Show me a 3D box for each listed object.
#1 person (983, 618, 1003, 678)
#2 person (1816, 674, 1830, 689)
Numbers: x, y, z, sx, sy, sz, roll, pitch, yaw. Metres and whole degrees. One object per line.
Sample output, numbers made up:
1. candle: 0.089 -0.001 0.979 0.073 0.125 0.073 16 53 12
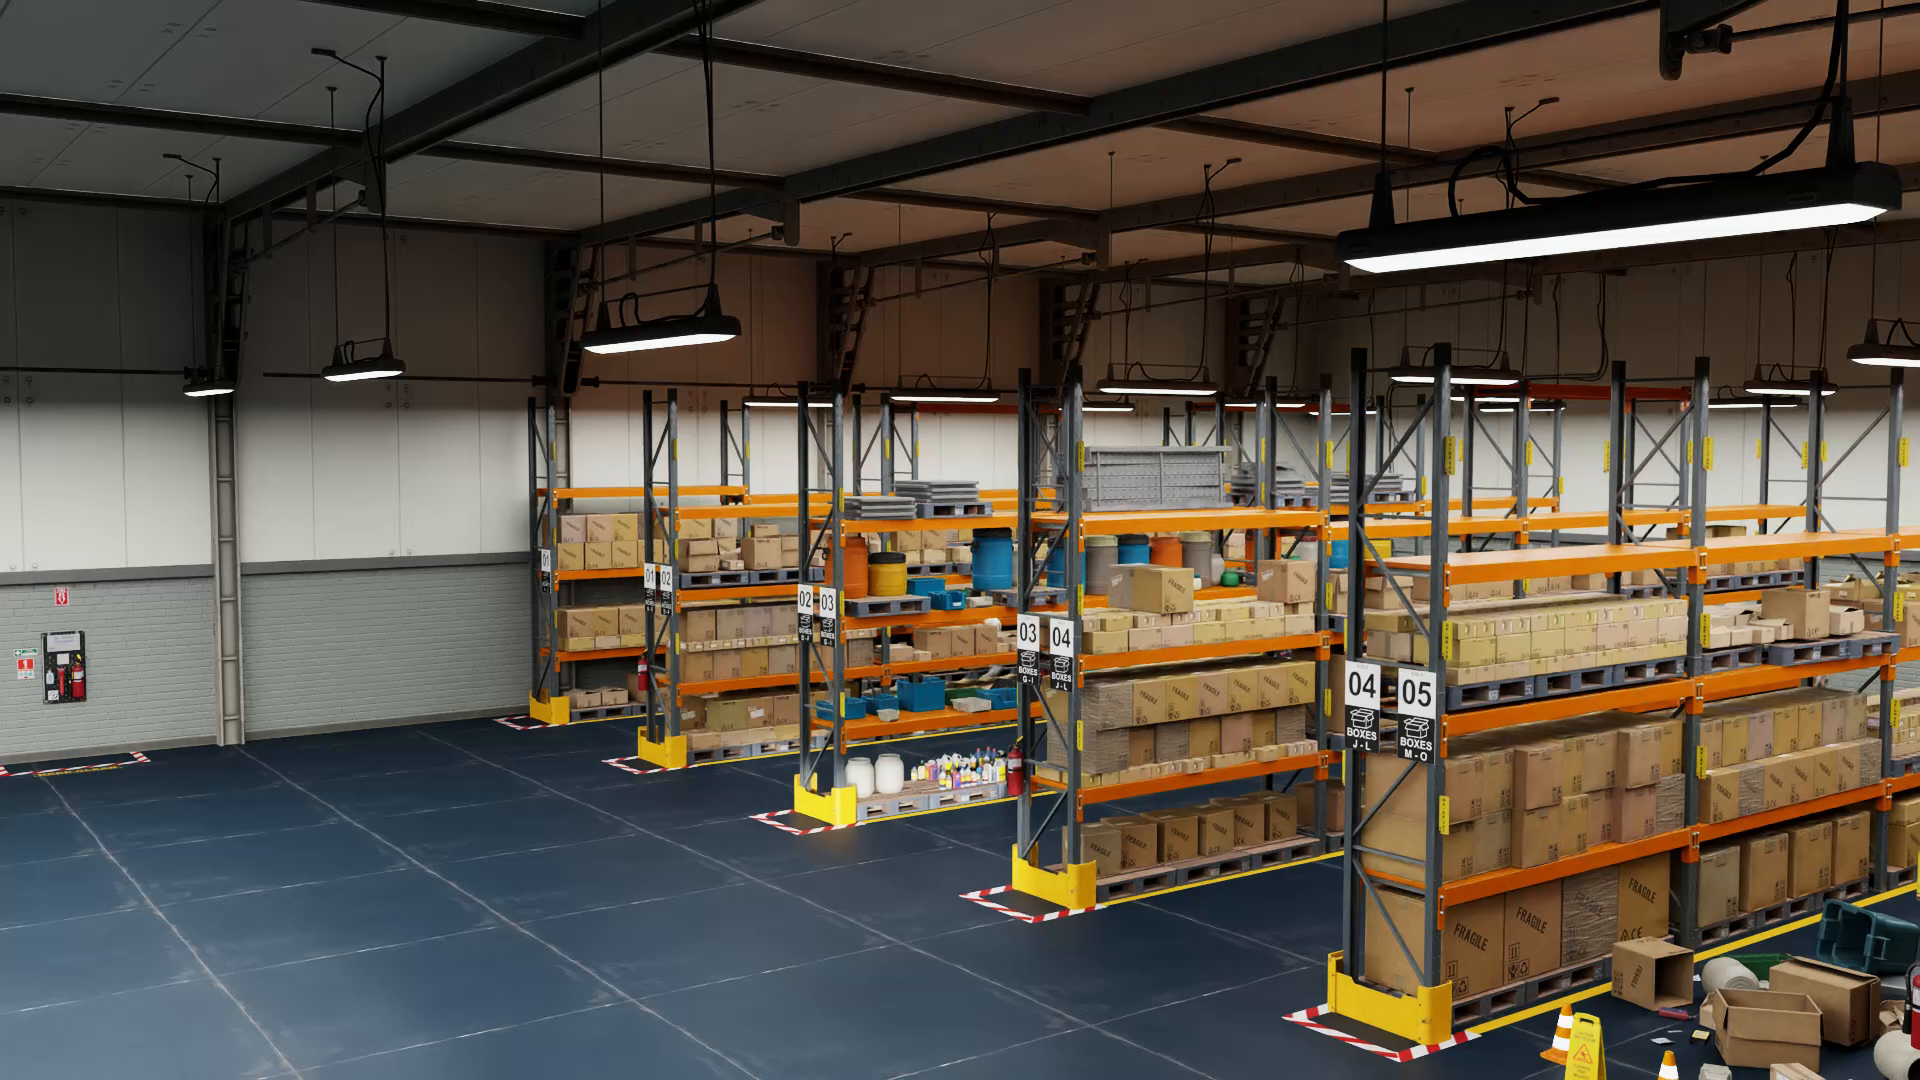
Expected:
1. person: 0.642 2.243 34.513 0.606 1.777 0.625 -2 4 -27
2. person: 15.997 2.549 30.792 0.842 1.556 0.405 3 5 43
